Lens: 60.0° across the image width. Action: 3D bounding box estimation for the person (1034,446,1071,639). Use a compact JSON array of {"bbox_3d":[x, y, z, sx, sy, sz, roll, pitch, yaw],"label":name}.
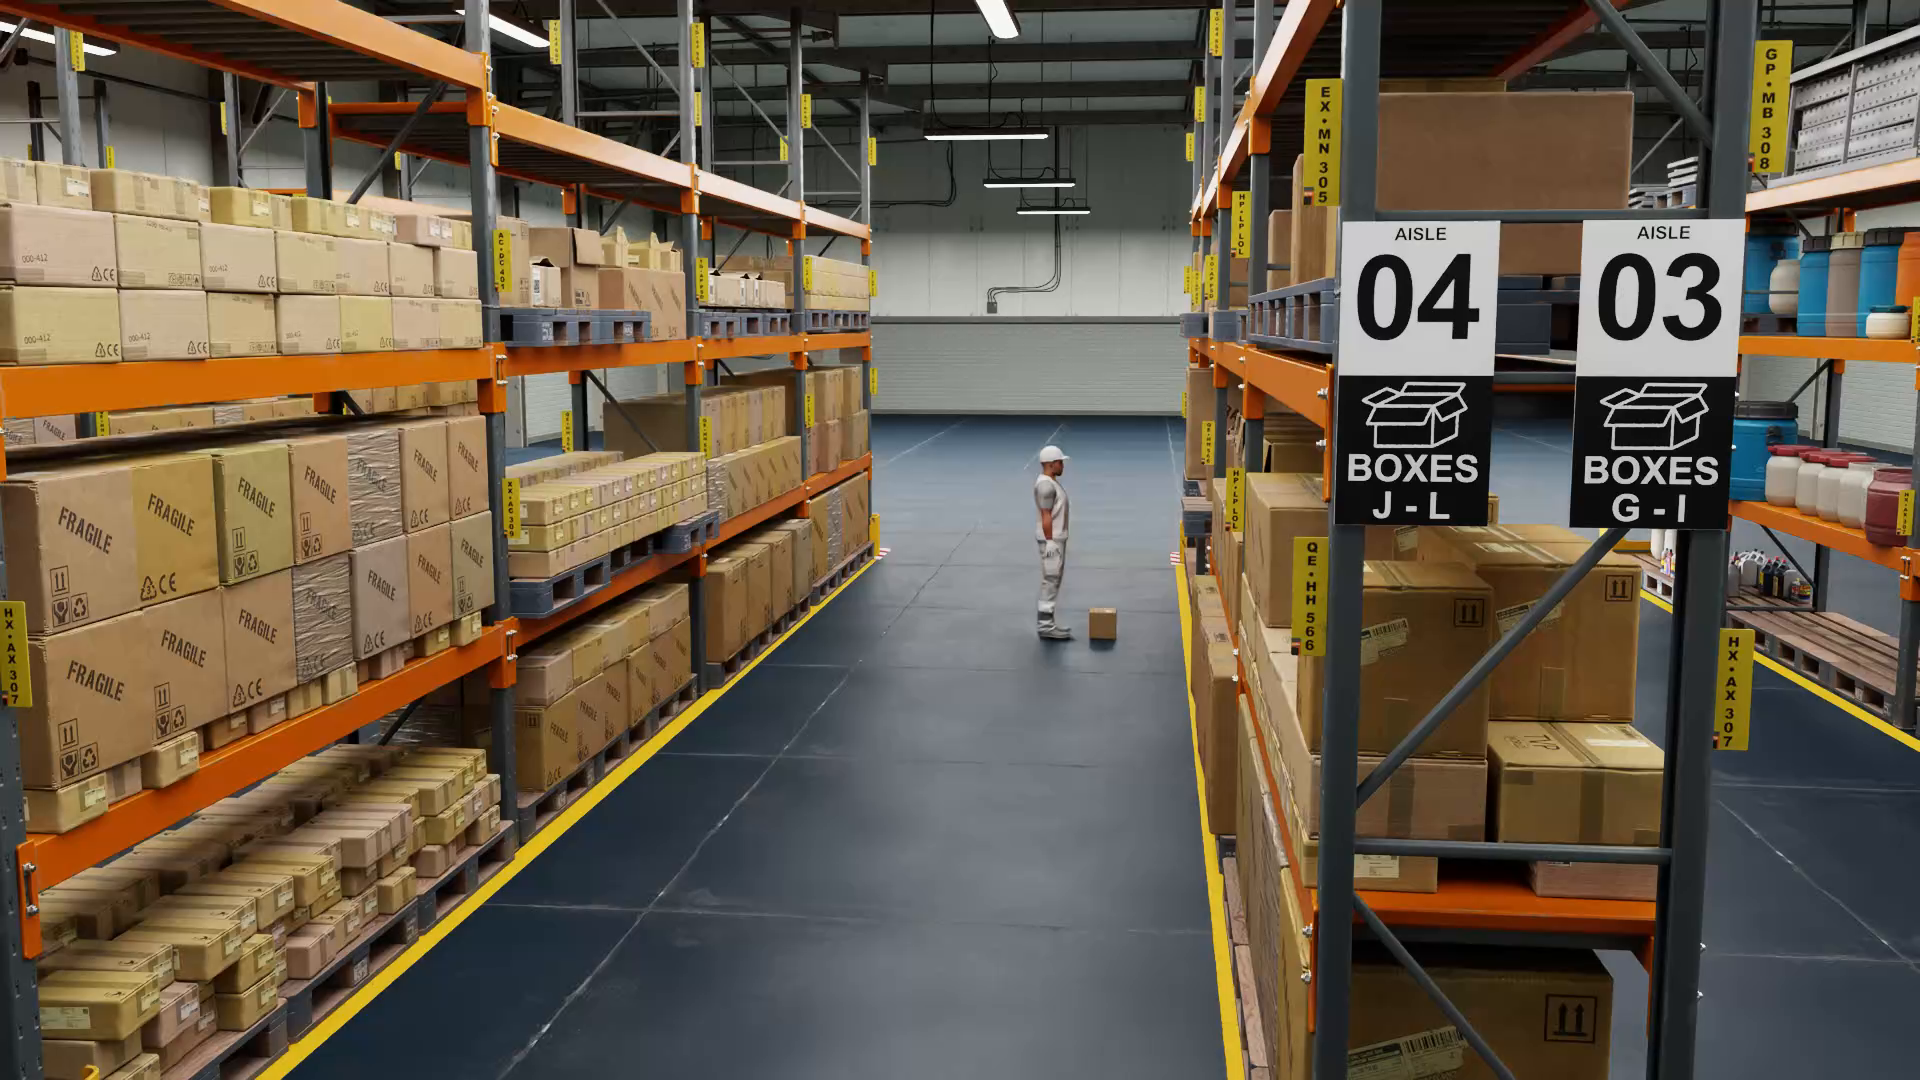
[{"bbox_3d":[0.874,0.014,15.583,0.355,1.789,0.523,1,8,7],"label":"person"}]
